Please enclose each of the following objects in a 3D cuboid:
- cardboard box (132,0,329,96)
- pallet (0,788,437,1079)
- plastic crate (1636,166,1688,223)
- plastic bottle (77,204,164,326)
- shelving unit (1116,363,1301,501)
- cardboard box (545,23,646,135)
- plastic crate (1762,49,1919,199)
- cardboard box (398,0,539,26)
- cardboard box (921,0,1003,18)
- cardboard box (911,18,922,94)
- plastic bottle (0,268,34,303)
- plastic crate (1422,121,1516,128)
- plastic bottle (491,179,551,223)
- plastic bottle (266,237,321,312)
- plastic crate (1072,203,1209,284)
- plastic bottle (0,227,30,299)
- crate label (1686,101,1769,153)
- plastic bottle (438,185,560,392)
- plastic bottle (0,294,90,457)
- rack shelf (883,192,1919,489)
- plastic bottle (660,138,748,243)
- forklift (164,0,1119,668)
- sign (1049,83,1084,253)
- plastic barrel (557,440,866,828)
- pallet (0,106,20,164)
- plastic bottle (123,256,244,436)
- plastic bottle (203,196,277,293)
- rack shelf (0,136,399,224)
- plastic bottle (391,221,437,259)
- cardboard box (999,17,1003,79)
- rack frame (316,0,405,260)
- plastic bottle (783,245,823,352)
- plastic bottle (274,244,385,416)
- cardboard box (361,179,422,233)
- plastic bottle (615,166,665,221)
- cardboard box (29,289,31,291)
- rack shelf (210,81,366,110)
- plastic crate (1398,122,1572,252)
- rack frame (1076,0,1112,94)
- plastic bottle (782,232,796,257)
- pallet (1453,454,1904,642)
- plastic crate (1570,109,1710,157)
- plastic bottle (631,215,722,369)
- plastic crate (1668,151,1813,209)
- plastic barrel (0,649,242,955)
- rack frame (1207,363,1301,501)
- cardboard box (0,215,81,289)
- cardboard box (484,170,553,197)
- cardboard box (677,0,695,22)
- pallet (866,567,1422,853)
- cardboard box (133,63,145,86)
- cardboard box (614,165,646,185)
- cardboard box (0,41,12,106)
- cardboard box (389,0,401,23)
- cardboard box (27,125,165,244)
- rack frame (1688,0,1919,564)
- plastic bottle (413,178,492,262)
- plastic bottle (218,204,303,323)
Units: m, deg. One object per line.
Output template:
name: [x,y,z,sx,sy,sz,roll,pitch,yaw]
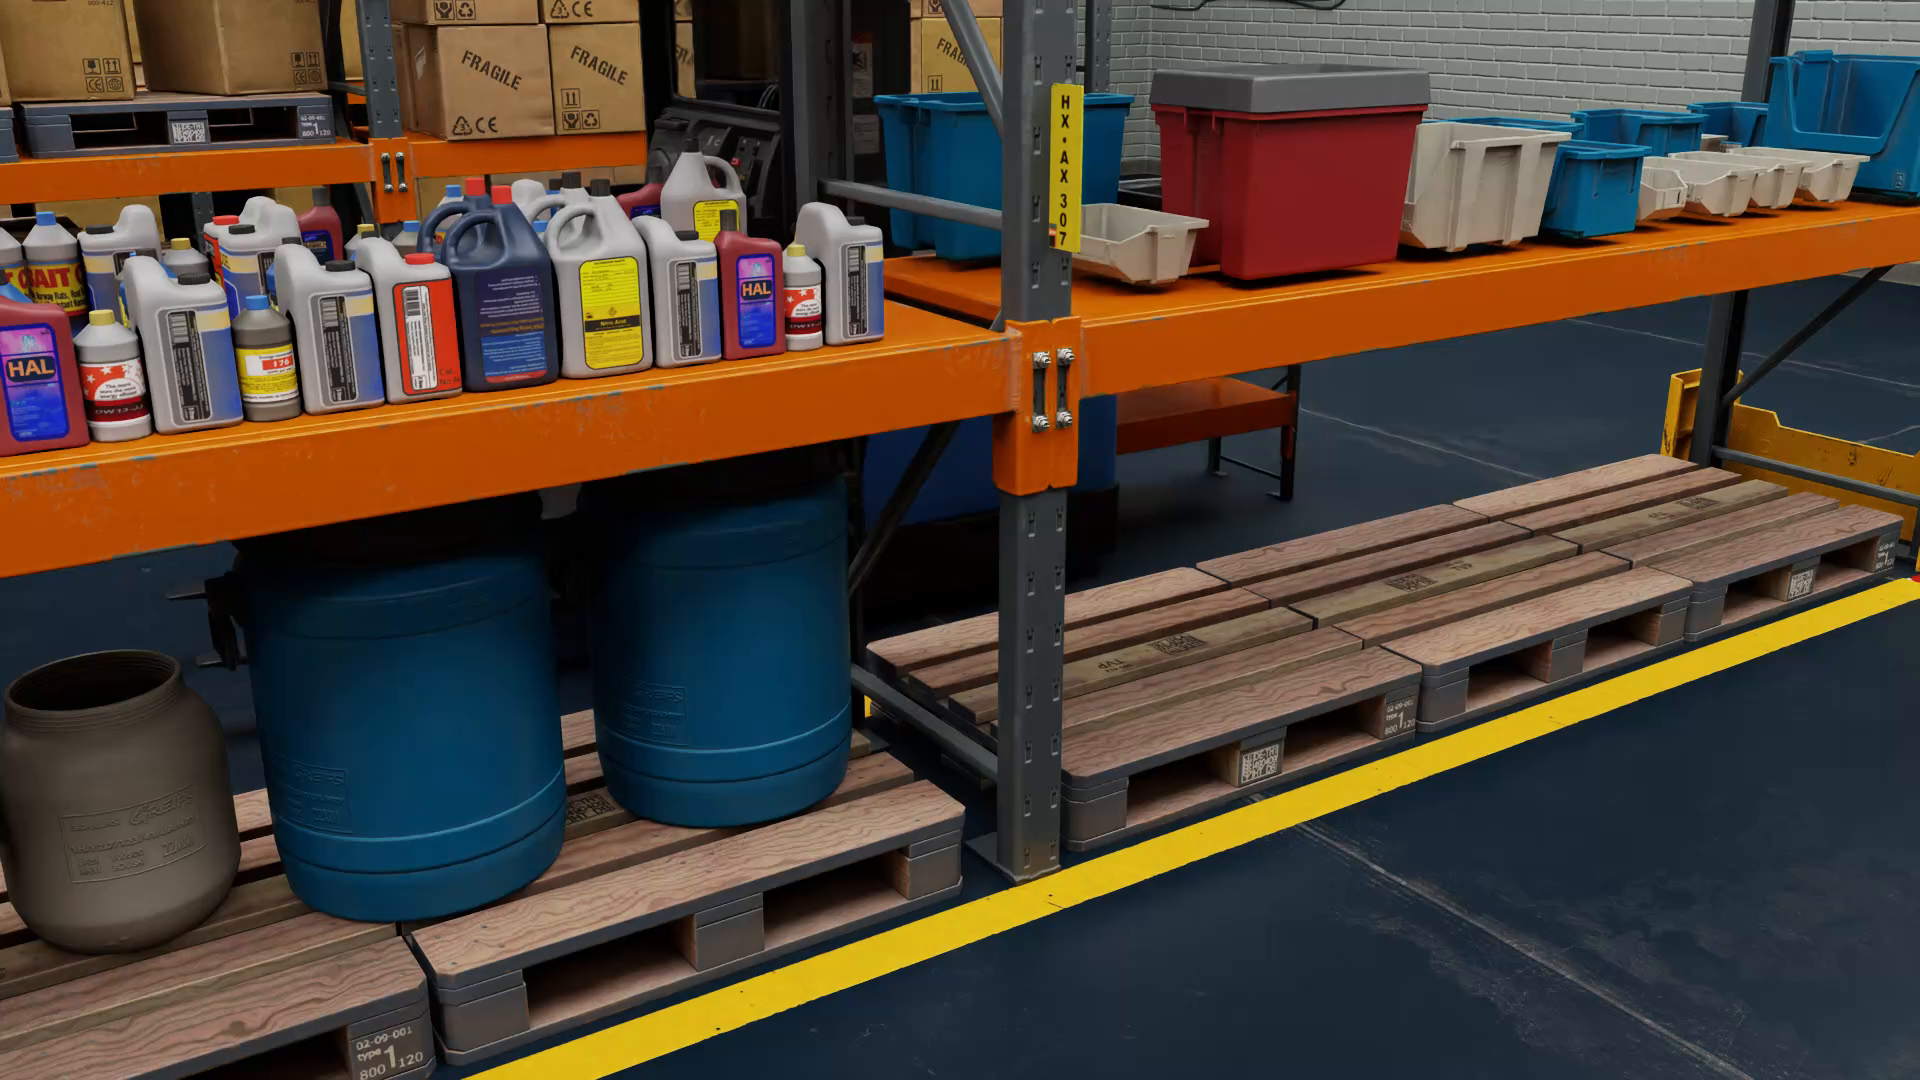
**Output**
cardboard box: [-3.329,-2.308,7.578,0.700,0.500,0.500,14,23,35]
pallet: [-1.776,0.902,3.248,1.213,0.211,1.003,-12,22,-31]
plastic crate: [1.964,-1.016,4.885,0.250,0.136,0.298,-12,22,-31]
plastic bottle: [-1.652,-0.518,3.287,0.135,0.276,0.152,-12,22,-31]
shelving unit: [0.768,-0.677,6.491,1.048,1.125,0.538,-11,22,-30]
cardboard box: [-1.809,-2.241,8.034,0.500,0.500,0.500,-11,22,-30]
plastic crate: [3.075,-1.401,5.556,0.499,0.435,0.616,-12,22,-31]
cardboard box: [-2.262,-2.615,7.578,0.500,0.500,0.500,-11,22,-30]
cardboard box: [-0.111,-3.070,8.925,0.500,0.500,0.500,-11,22,-30]
cardboard box: [-0.545,-2.507,8.821,0.500,0.500,0.500,-12,22,-31]
plastic bottle: [-1.500,-0.291,2.622,0.097,0.271,0.097,0,19,0]
plastic crate: [1.514,-1.174,5.201,0.300,0.233,0.416,-12,22,-31]
plastic bottle: [-0.991,-0.657,3.699,0.135,0.276,0.152,-12,22,-31]
plastic bottle: [-1.163,-0.397,2.935,0.097,0.271,0.097,0,19,0]
plastic crate: [0.378,-0.707,3.972,0.243,0.136,0.396,-12,22,-31]
plastic bottle: [-1.845,-0.485,3.198,0.097,0.271,0.097,0,19,0]
crate label: [2.864,-1.458,6.043,0.303,0.233,0.416,-12,22,-31]
plastic bottle: [-0.831,-0.455,2.984,0.185,0.351,0.144,-12,22,-31]
plastic bottle: [-1.441,-0.278,2.567,0.133,0.283,0.061,-12,22,-31]
rack shelf: [1.581,-0.772,4.967,4.000,0.370,1.077,-12,22,-31]
plastic bottle: [-0.595,-0.754,3.870,0.185,0.351,0.144,-12,22,-31]
forklift: [-0.962,-1.178,5.154,3.031,2.935,1.130,-11,22,-30]
sign: [0.212,-0.744,3.329,0.005,0.325,0.100,-12,22,-31]
plastic barrel: [-0.553,0.126,3.809,0.708,0.901,0.600,-12,22,-31]
pallet: [-4.529,-1.634,6.694,1.213,0.211,1.003,-12,22,-31]
plastic bottle: [-1.273,-0.328,2.725,0.135,0.276,0.152,-12,22,-31]
plastic bottle: [-1.459,-0.559,3.408,0.135,0.276,0.152,-12,22,-31]
rack shelf: [-4.481,-1.393,6.804,4.000,0.370,1.077,-12,22,-31]
plastic bottle: [-1.184,-0.592,3.622,0.097,0.201,0.097,0,19,0]
cardboard box: [0.306,-2.686,9.350,0.500,0.500,0.500,-11,22,-30]
rack frame: [-2.810,-2.086,7.731,0.127,3.000,1.000,-12,22,-31]
plastic bottle: [-0.322,-0.482,3.298,0.097,0.201,0.097,0,19,0]
plastic bottle: [-1.079,-0.369,2.845,0.135,0.276,0.152,-12,22,-31]
cardboard box: [-4.435,-2.617,12.549,0.500,0.500,0.700,-12,22,-32]
plastic bottle: [-0.741,-0.731,3.906,0.133,0.283,0.061,-12,22,-31]
cardboard box: [-4.209,-0.907,7.460,0.500,0.500,0.500,-12,22,-31]
rack shelf: [-3.867,-3.422,12.805,4.000,0.370,1.077,-12,22,-31]
plastic crate: [1.288,-0.952,4.469,0.530,0.282,0.437,-12,22,-31]
rack frame: [0.530,-2.790,9.815,0.127,3.000,1.000,-12,22,-31]
plastic bottle: [-0.325,-0.540,3.470,0.097,0.201,0.097,0,19,0]
pallet: [2.542,-0.009,5.942,1.213,0.211,1.003,-12,22,-31]
plastic crate: [2.315,-1.342,5.700,0.300,0.233,0.416,-12,22,-31]
plastic bottle: [-0.546,-0.481,3.178,0.135,0.276,0.152,-12,22,-31]
plastic crate: [2.420,-1.129,5.219,0.243,0.136,0.396,-12,22,-31]
plastic barrel: [-1.665,0.511,3.279,0.421,0.512,0.421,0,19,0]
rack frame: [1.202,-0.762,6.743,0.032,1.125,0.500,-11,22,-30]
cardboard box: [-4.183,-1.269,7.360,0.500,0.250,0.500,-12,22,-31]
cardboard box: [-3.564,-2.803,13.098,0.500,0.500,0.700,-13,22,-33]
cardboard box: [-1.402,-2.796,8.114,0.500,0.500,0.500,-13,22,-33]
pallet: [0.504,0.421,4.670,1.213,0.211,1.003,-12,22,-31]
cardboard box: [-5.664,-3.165,11.285,0.250,0.149,0.380,-12,22,-31]
cardboard box: [-2.727,-2.979,13.621,0.500,0.500,0.700,-12,22,-31]
cardboard box: [-4.252,-2.004,6.678,0.700,0.500,0.500,16,24,39]
cardboard box: [-2.530,-2.765,8.023,0.500,0.500,0.500,-12,22,-31]
cardboard box: [-6.009,-2.441,11.484,0.750,0.750,0.750,-12,22,-31]
rack frame: [3.252,-1.465,5.894,0.127,3.000,1.000,-12,22,-31]
plastic bottle: [-0.910,-0.493,3.098,0.185,0.351,0.144,-12,22,-31]
plastic bottle: [-1.375,-0.518,3.287,0.135,0.276,0.152,-12,22,-31]
